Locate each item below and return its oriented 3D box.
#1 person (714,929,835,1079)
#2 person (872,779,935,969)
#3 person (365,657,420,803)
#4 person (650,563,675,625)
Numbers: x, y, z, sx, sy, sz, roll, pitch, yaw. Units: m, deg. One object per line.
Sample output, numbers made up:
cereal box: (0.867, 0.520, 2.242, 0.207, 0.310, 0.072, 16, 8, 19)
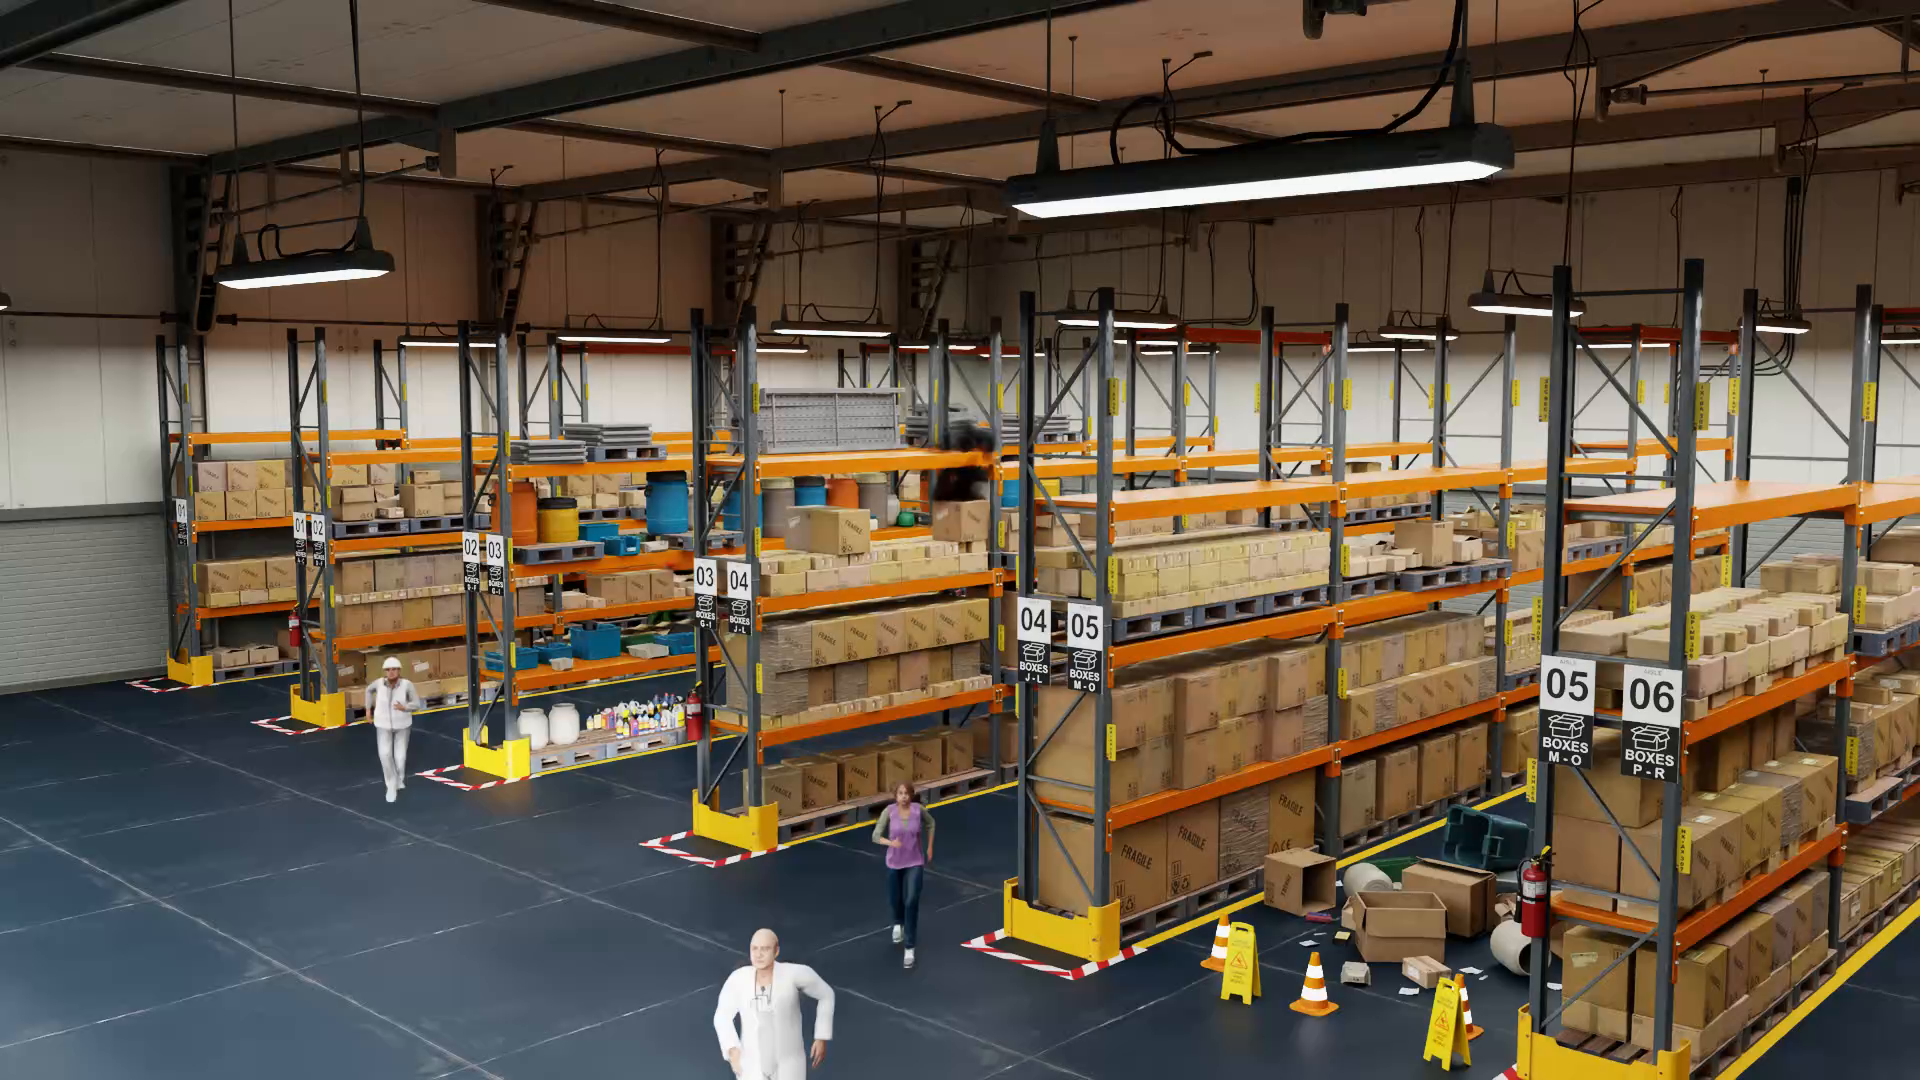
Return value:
person: (-1.192, 3.314, 10.508, 0.747, 1.732, 0.690, 1, 5, 6)
person: (-0.507, 2.952, 15.020, 0.575, 1.631, 0.759, 0, 5, -3)
person: (-7.111, 2.344, 20.753, 0.602, 1.806, 0.842, -1, 6, -13)
person: (-5.756, 1.252, 32.276, 0.661, 1.739, 0.592, 5, 7, 41)
